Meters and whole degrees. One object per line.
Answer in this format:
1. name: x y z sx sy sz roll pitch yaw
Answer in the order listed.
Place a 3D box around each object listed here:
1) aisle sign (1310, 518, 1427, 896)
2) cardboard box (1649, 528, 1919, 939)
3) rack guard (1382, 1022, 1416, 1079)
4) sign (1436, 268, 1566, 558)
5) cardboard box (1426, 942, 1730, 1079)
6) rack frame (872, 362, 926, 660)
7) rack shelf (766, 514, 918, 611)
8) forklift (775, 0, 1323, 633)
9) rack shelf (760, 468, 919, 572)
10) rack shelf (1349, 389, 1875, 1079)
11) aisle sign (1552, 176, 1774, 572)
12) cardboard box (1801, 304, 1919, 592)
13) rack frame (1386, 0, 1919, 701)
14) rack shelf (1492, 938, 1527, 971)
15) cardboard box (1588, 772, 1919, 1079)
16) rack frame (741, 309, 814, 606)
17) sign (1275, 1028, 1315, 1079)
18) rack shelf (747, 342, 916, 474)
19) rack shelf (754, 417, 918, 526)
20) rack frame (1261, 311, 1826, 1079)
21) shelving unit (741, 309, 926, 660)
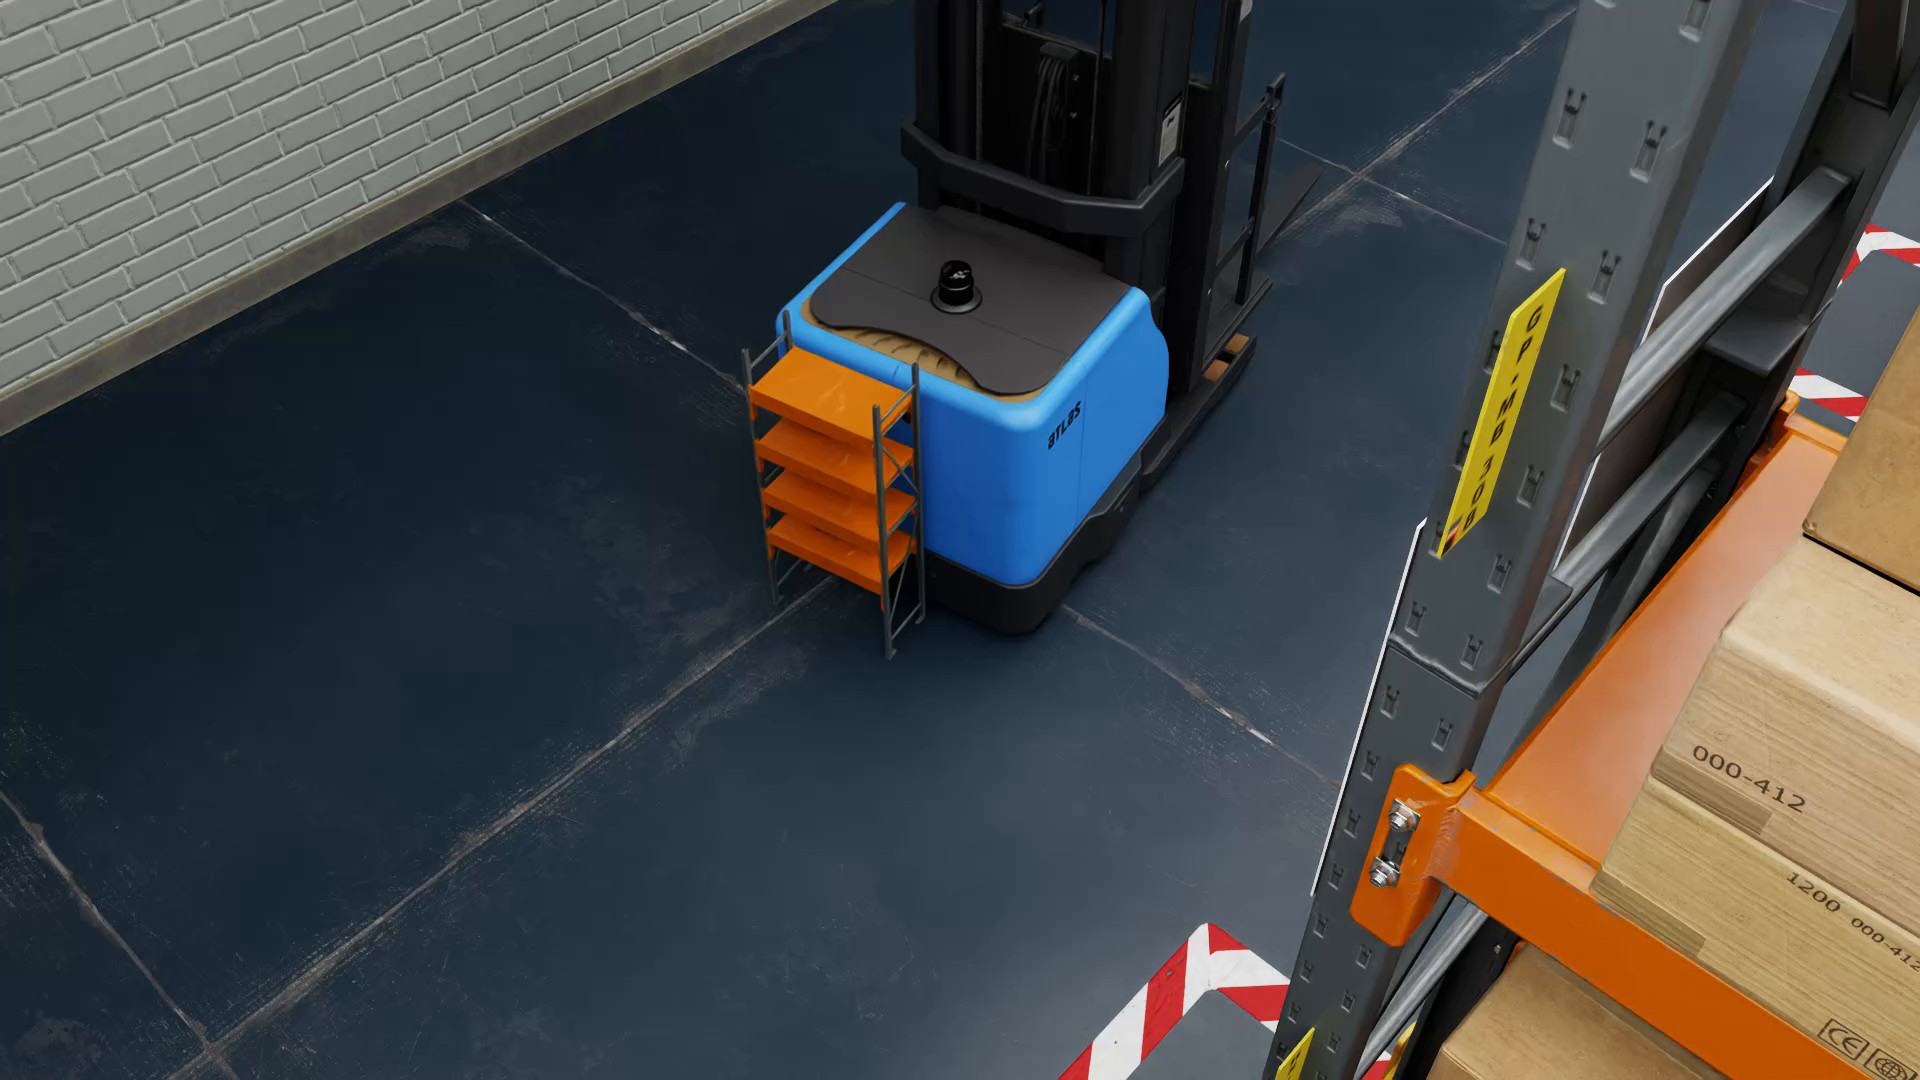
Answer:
1. aisle sign: 0.652 0.151 2.268 0.004 0.787 0.394 34 55 28
2. cardboard box: 1.103 0.164 1.741 0.500 0.250 0.500 34 55 28
3. rack guard: 0.957 1.810 4.208 0.348 0.500 1.175 34 55 28
4. sign: 0.534 -0.118 1.646 0.005 0.325 0.100 34 55 28
5. cardboard box: 1.049 0.901 2.592 0.500 0.500 0.500 36 56 29
6. rack frame: -0.194 -0.063 5.485 0.015 1.200 0.240 24 52 21
7. rack shelf: -0.401 0.026 5.767 0.480 0.148 0.258 24 52 21
8. forklift: 0.570 -1.736 5.870 1.130 2.935 3.031 24 51 21
9. rack shelf: -0.402 -0.110 5.621 0.480 0.148 0.258 24 52 21
10. rack shelf: 2.371 1.125 1.572 4.000 0.370 1.077 34 55 28
11. aisle sign: 1.059 -0.171 2.570 0.004 0.787 0.394 34 55 28
12. cardboard box: 1.290 -0.241 1.607 0.500 0.500 0.700 34 55 28
13. rack frame: 0.902 -1.137 1.145 0.127 3.000 1.000 34 55 28
14. rack shelf: 2.371 2.152 2.665 4.000 0.370 1.077 34 55 28
15. cardboard box: 1.107 0.332 1.926 0.500 0.250 0.500 34 55 28
16. rack frame: -0.610 -0.248 5.659 0.015 1.200 0.240 24 52 21
17. sign: 0.534 0.911 2.743 0.005 0.325 0.100 34 55 28
18. rack shelf: -0.403 -0.423 5.285 0.480 0.148 0.258 24 52 21
19. rack shelf: -0.402 -0.262 5.458 0.480 0.148 0.258 24 52 21
20. rack frame: 0.902 0.917 3.332 0.127 3.000 1.000 34 55 28
21. shelving unit: -0.402 -0.155 5.572 0.503 1.200 0.258 24 52 21
